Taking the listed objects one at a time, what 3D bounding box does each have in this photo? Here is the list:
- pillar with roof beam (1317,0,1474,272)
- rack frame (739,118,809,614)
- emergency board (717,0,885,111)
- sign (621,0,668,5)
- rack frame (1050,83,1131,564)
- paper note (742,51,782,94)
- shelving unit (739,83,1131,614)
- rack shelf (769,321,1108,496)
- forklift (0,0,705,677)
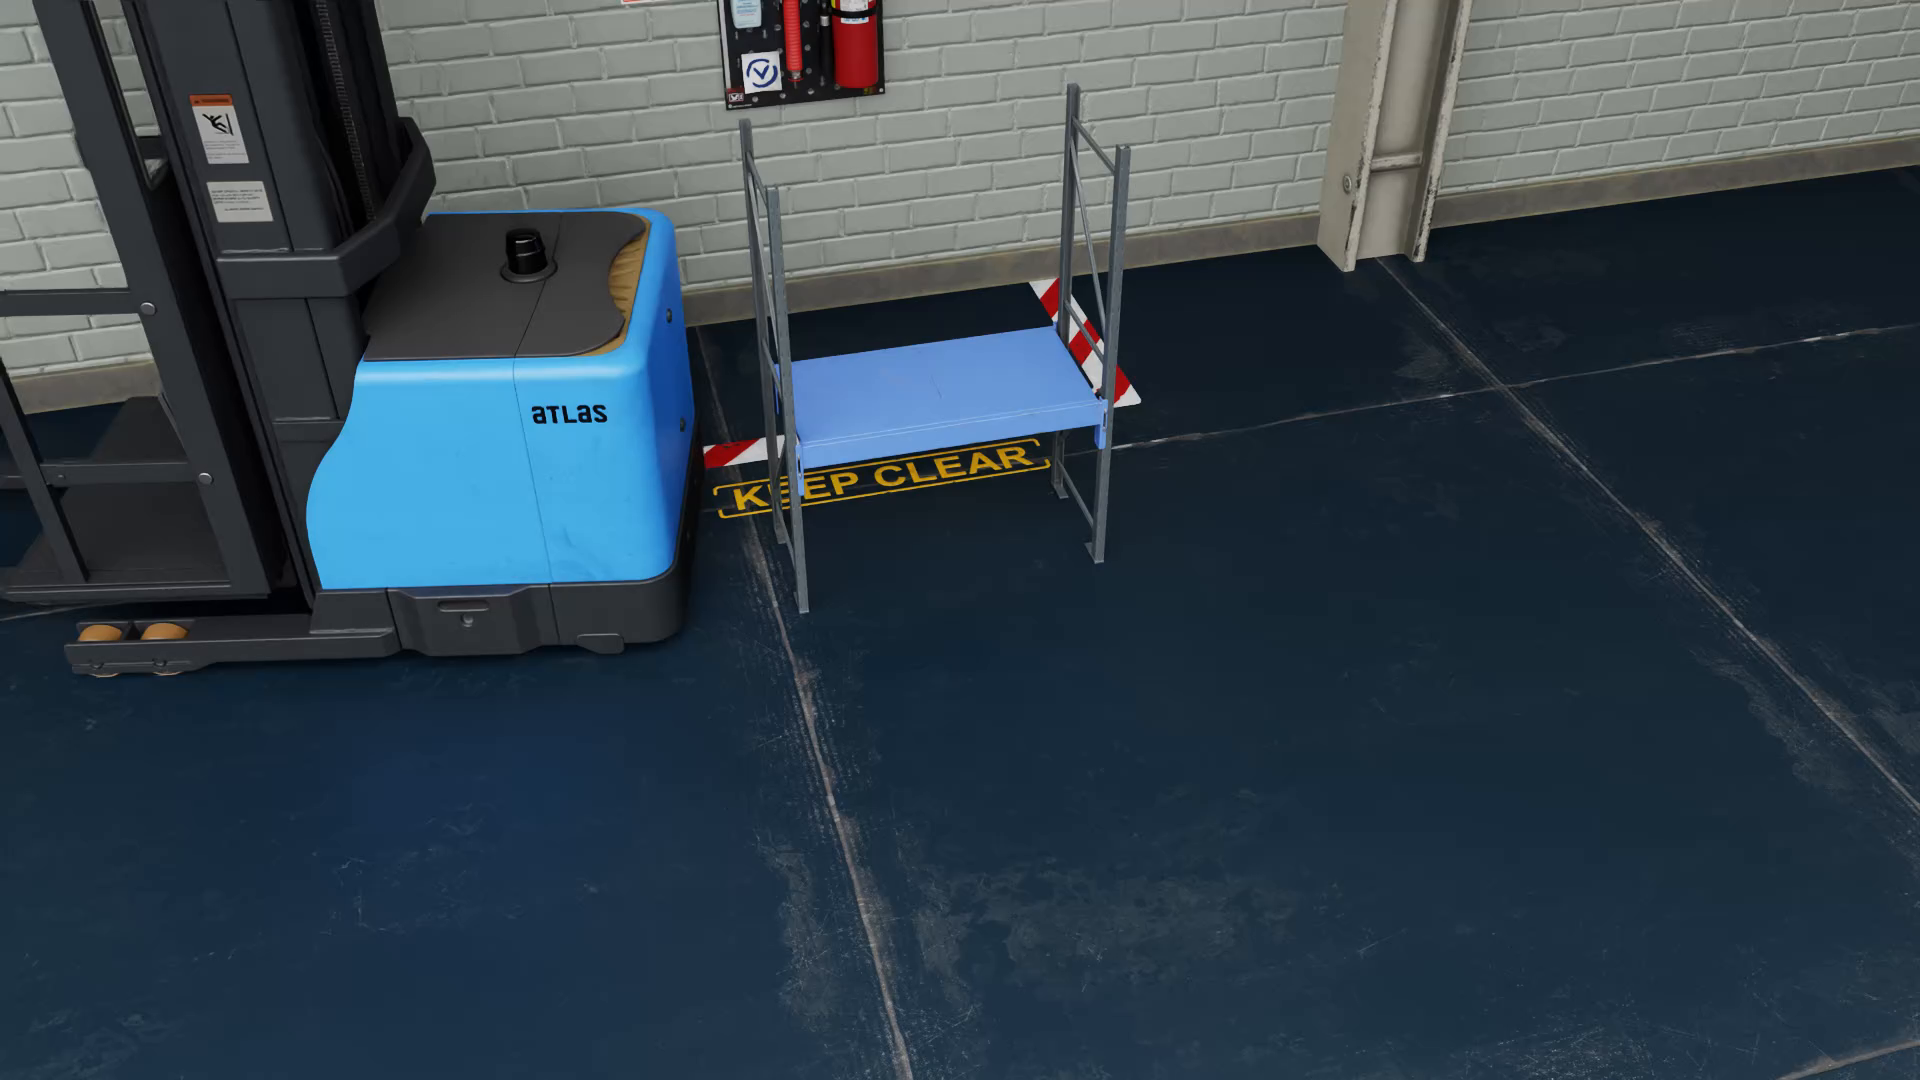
[{"bbox_3d":[2.952,-2.346,1.410,0.400,9.000,9.100,-9,38,-12],"label":"pillar with roof beam"},{"bbox_3d":[-0.573,-0.502,5.171,0.032,1.500,0.500,-9,38,-12],"label":"rack frame"},{"bbox_3d":[-0.566,-2.119,6.051,0.643,1.169,0.194,-9,38,-12],"label":"emergency board"},{"bbox_3d":[-1.126,-2.106,6.005,0.234,0.329,0.001,-9,38,-12],"label":"sign"},{"bbox_3d":[0.408,-0.663,5.382,0.032,1.500,0.500,-9,38,-12],"label":"rack frame"},{"bbox_3d":[-0.755,-1.782,6.335,0.142,0.148,0.016,-9,38,-12],"label":"paper note"},{"bbox_3d":[-0.082,-0.582,5.277,1.048,1.500,0.538,-9,38,-12],"label":"shelving unit"},{"bbox_3d":[-0.082,-0.439,5.386,1.000,0.185,0.538,-9,38,-12],"label":"rack shelf"},{"bbox_3d":[-2.408,-1.065,4.730,3.031,2.935,1.130,-2,37,-2],"label":"forklift"}]
